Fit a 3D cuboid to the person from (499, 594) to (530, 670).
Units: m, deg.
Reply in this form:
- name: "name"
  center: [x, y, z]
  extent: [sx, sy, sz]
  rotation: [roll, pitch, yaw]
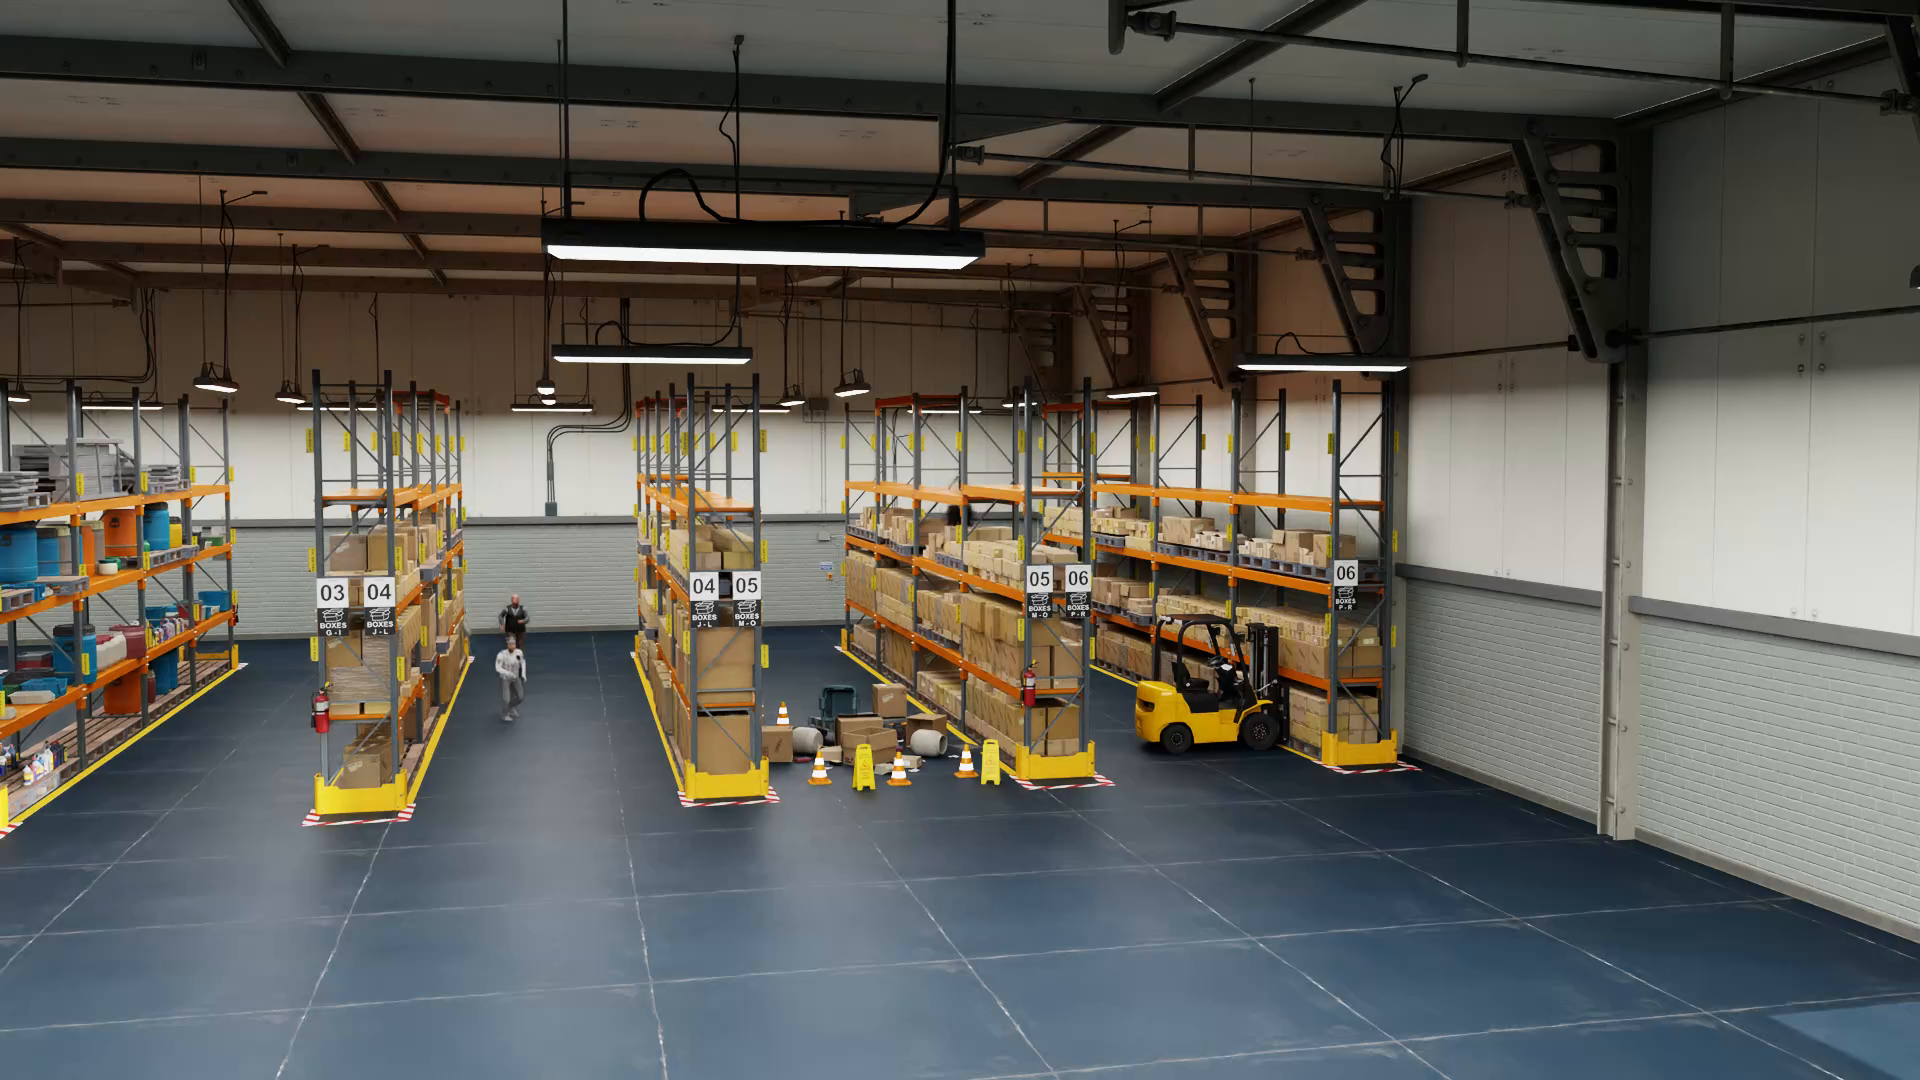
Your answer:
- name: "person"
  center: [-9.699, 2.055, 36.249]
  extent: [0.642, 1.749, 0.725]
  rotation: [-1, 4, -21]

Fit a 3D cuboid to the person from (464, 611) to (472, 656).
- name: "person"
  center: [-11.936, 1.898, 39.306]
  extent: [0.737, 1.704, 0.560]
  rotation: [1, 4, 22]

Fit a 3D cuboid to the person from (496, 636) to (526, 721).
- name: "person"
  center: [-8.079, 2.495, 29.917]
  extent: [0.603, 1.571, 0.719]
  rotation: [-2, 4, -36]
